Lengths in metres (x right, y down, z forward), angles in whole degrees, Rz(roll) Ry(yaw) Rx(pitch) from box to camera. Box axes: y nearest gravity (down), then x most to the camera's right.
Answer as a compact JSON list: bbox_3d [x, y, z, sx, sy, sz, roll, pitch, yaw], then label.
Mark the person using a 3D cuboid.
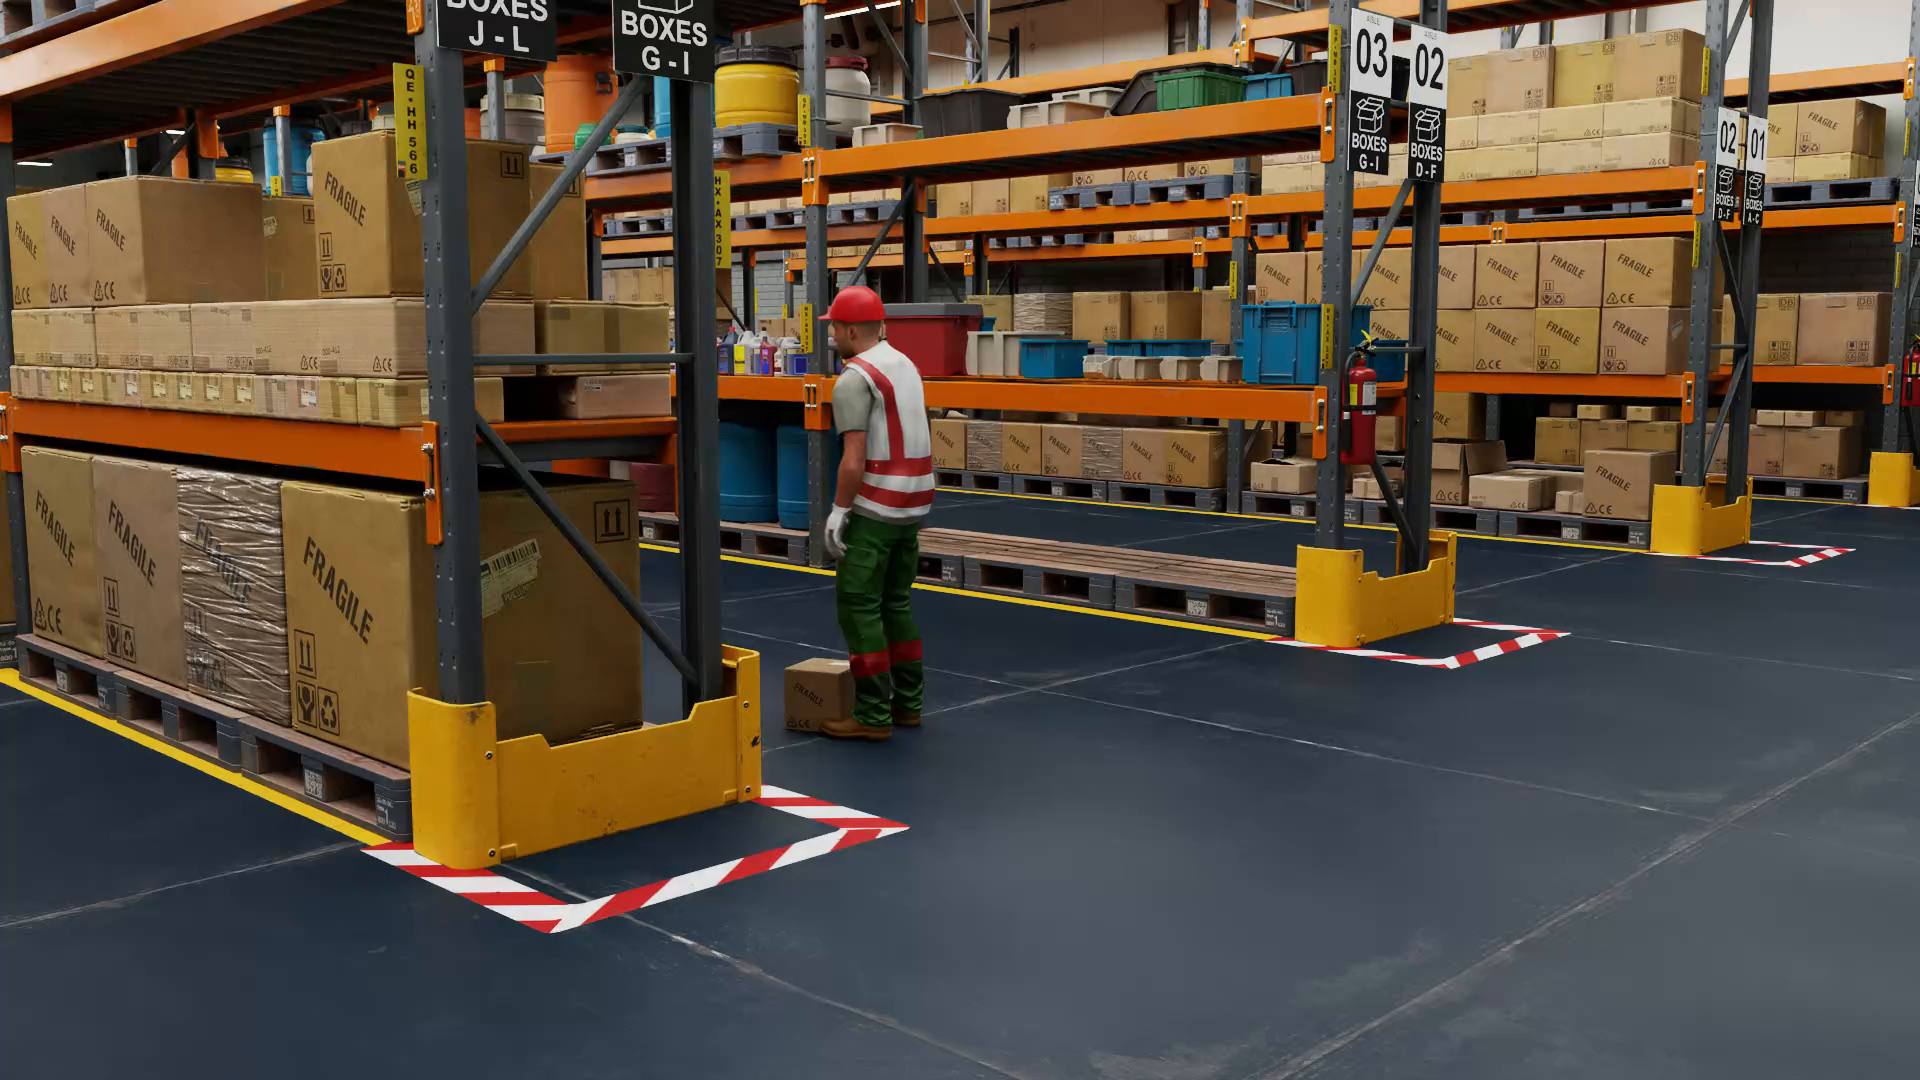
[{"bbox_3d":[-0.339,-0.110,6.598,0.453,1.778,0.604,4,8,28],"label":"person"}]
